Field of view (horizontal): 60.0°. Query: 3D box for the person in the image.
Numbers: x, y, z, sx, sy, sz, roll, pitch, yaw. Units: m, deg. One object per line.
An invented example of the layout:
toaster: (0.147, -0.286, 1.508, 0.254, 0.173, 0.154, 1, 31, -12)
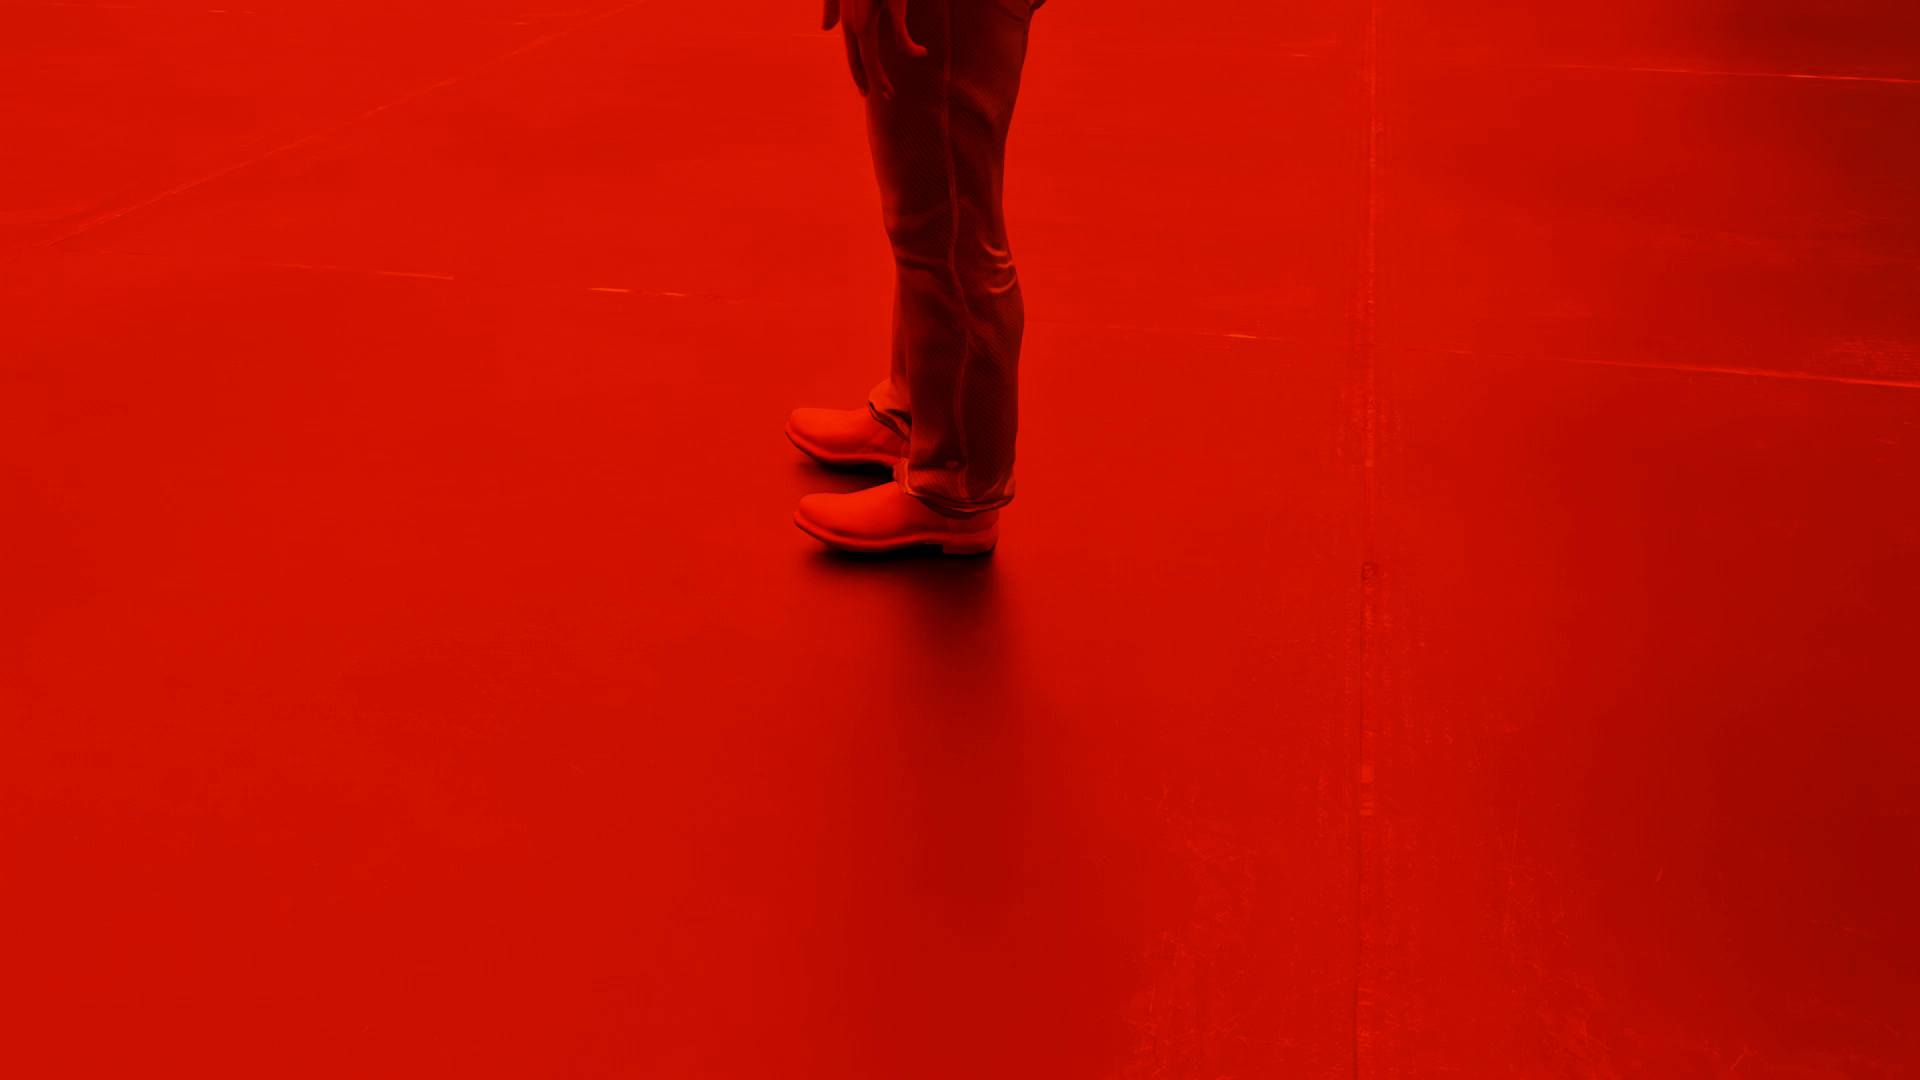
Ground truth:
person: (-0.067, -0.805, 2.118, 0.575, 1.768, 0.665, 6, 27, 11)
